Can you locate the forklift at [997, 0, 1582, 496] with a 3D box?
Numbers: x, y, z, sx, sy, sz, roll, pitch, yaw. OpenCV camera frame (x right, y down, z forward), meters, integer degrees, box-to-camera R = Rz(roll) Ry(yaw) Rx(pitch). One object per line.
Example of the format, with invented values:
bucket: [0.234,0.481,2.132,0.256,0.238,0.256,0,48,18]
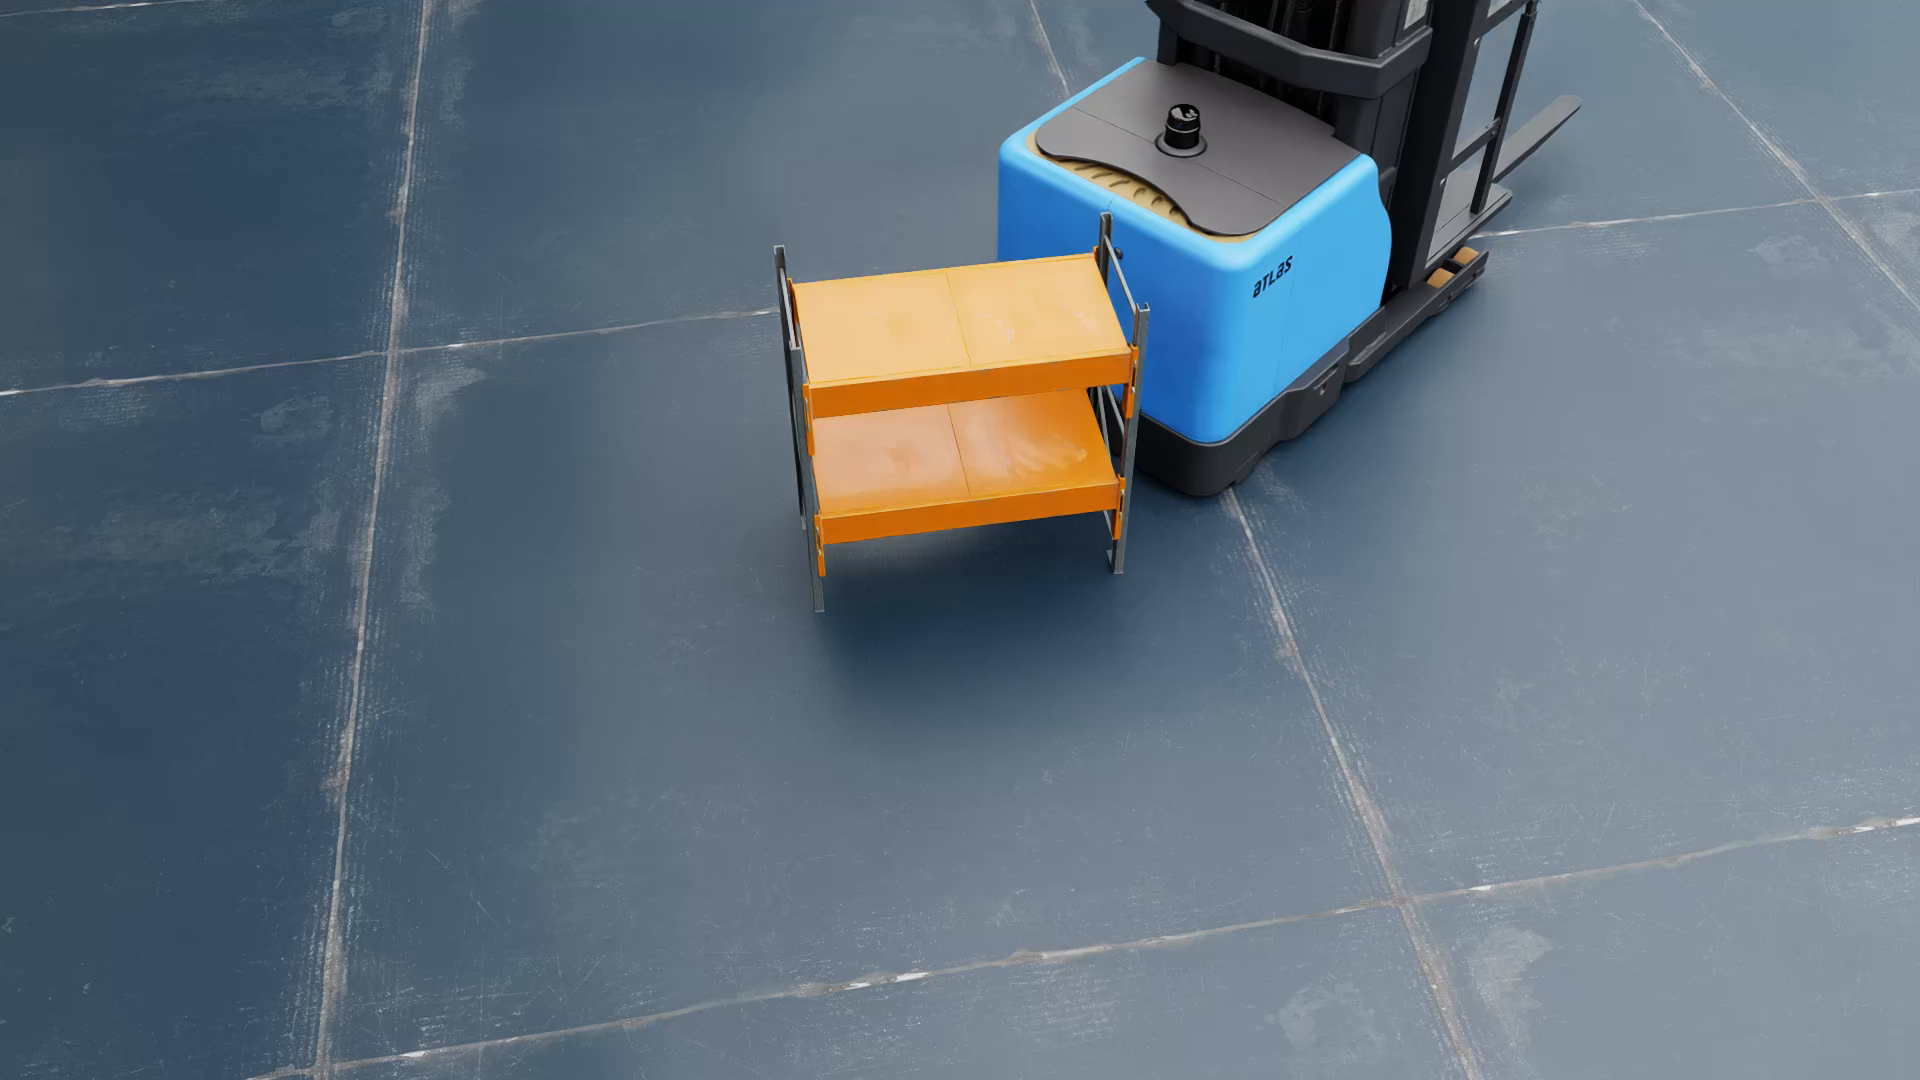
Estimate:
forklift: [1.474,-2.150,5.786,1.130,2.935,3.031,33,54,28]

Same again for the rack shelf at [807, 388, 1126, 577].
rack shelf: [-0.007,-0.220,5.520,1.000,0.278,0.538,-7,46,-7]

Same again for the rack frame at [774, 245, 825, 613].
rack frame: [-0.508,-0.327,5.284,0.032,1.125,0.500,-7,46,-7]

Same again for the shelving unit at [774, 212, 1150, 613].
shelving unit: [-0.007,-0.389,5.344,1.048,1.125,0.538,-7,46,-7]

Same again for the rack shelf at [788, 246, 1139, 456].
rack shelf: [-0.007,-0.593,5.133,1.000,0.278,0.538,-7,46,-7]

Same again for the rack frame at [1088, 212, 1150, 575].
rack frame: [0.494,-0.452,5.404,0.032,1.125,0.500,-7,46,-7]
